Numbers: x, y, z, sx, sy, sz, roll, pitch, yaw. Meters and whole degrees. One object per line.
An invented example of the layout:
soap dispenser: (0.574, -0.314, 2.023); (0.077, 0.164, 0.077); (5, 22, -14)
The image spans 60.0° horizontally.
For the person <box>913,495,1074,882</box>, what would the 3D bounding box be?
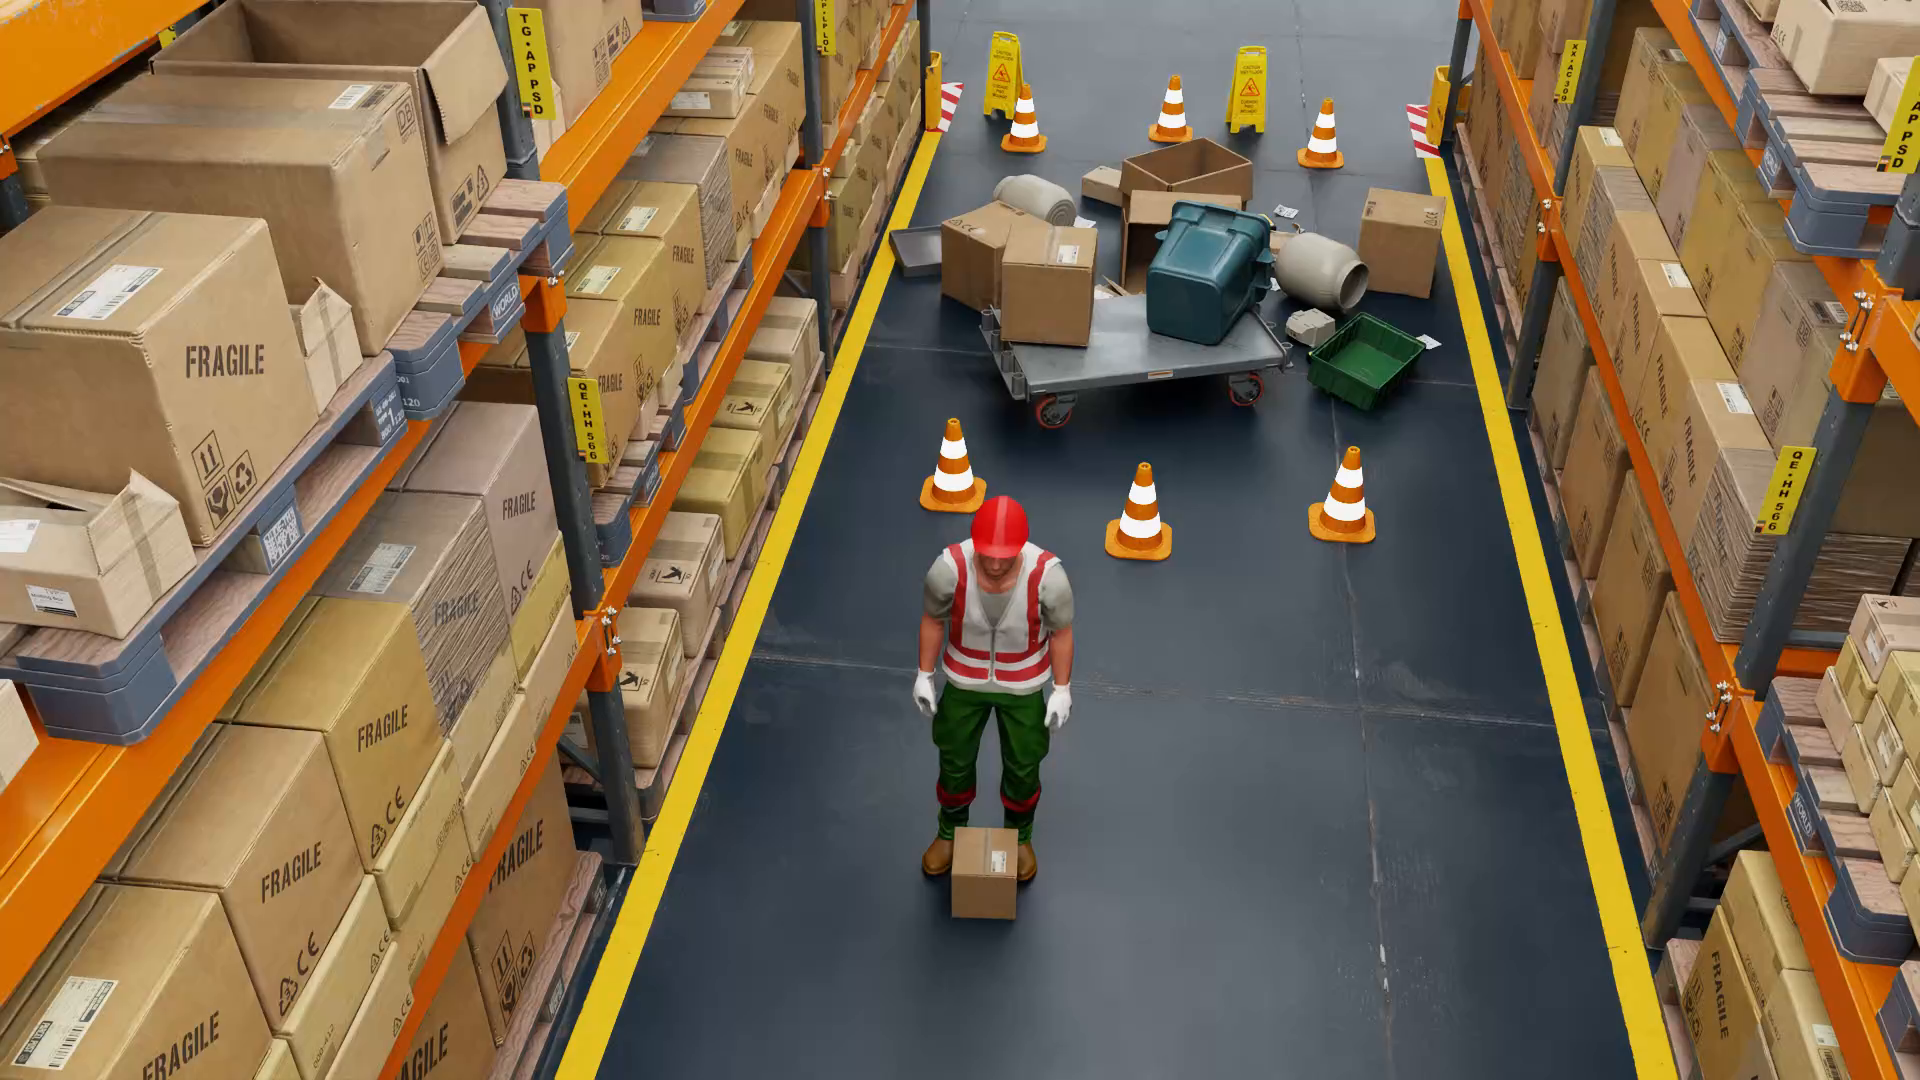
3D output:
person: (0.125, 0.554, 6.261); (0.608, 1.779, 0.449); (5, 36, 6)
